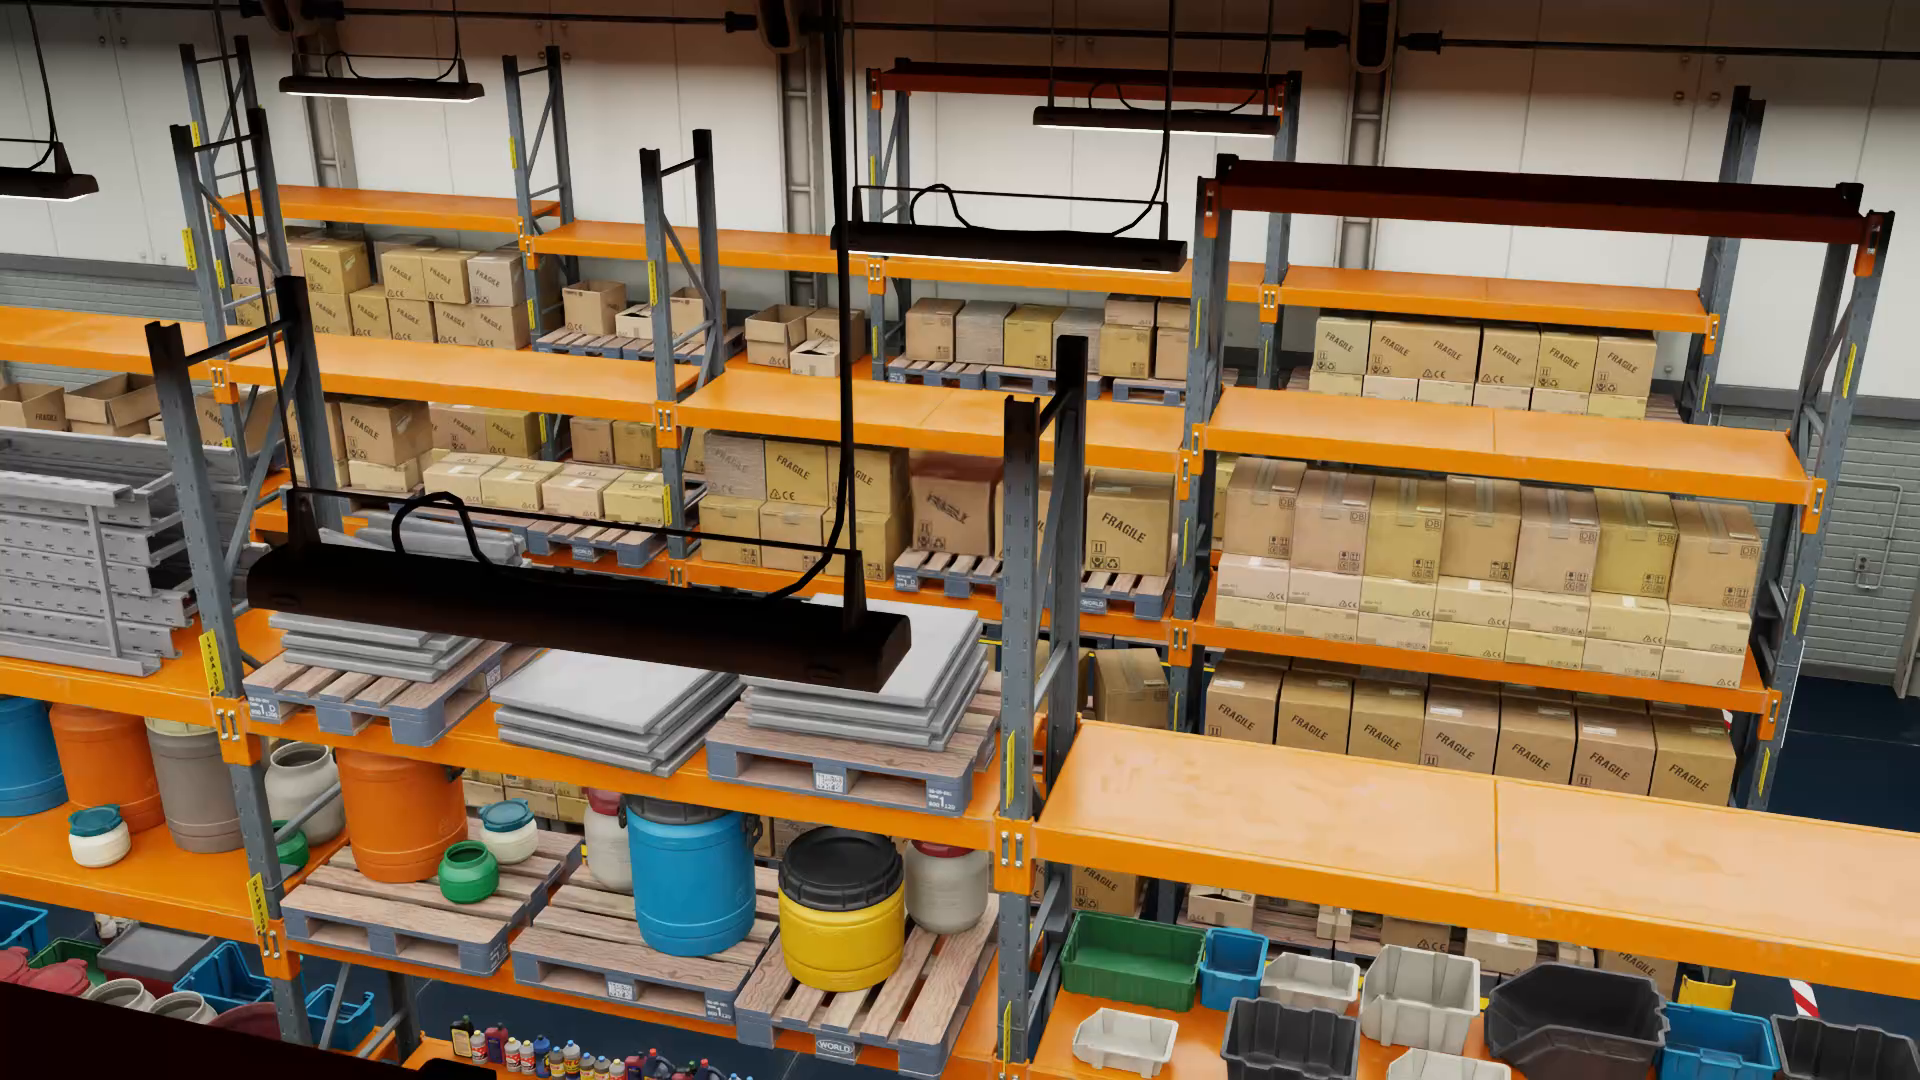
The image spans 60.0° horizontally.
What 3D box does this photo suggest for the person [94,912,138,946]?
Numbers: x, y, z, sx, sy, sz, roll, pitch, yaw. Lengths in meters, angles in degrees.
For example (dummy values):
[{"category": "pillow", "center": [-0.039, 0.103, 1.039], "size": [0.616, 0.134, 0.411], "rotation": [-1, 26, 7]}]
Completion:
[{"category": "person", "center": [-5.845, 2.856, 11.724], "size": [0.929, 1.637, 0.483], "rotation": [20, 30, 40]}]
